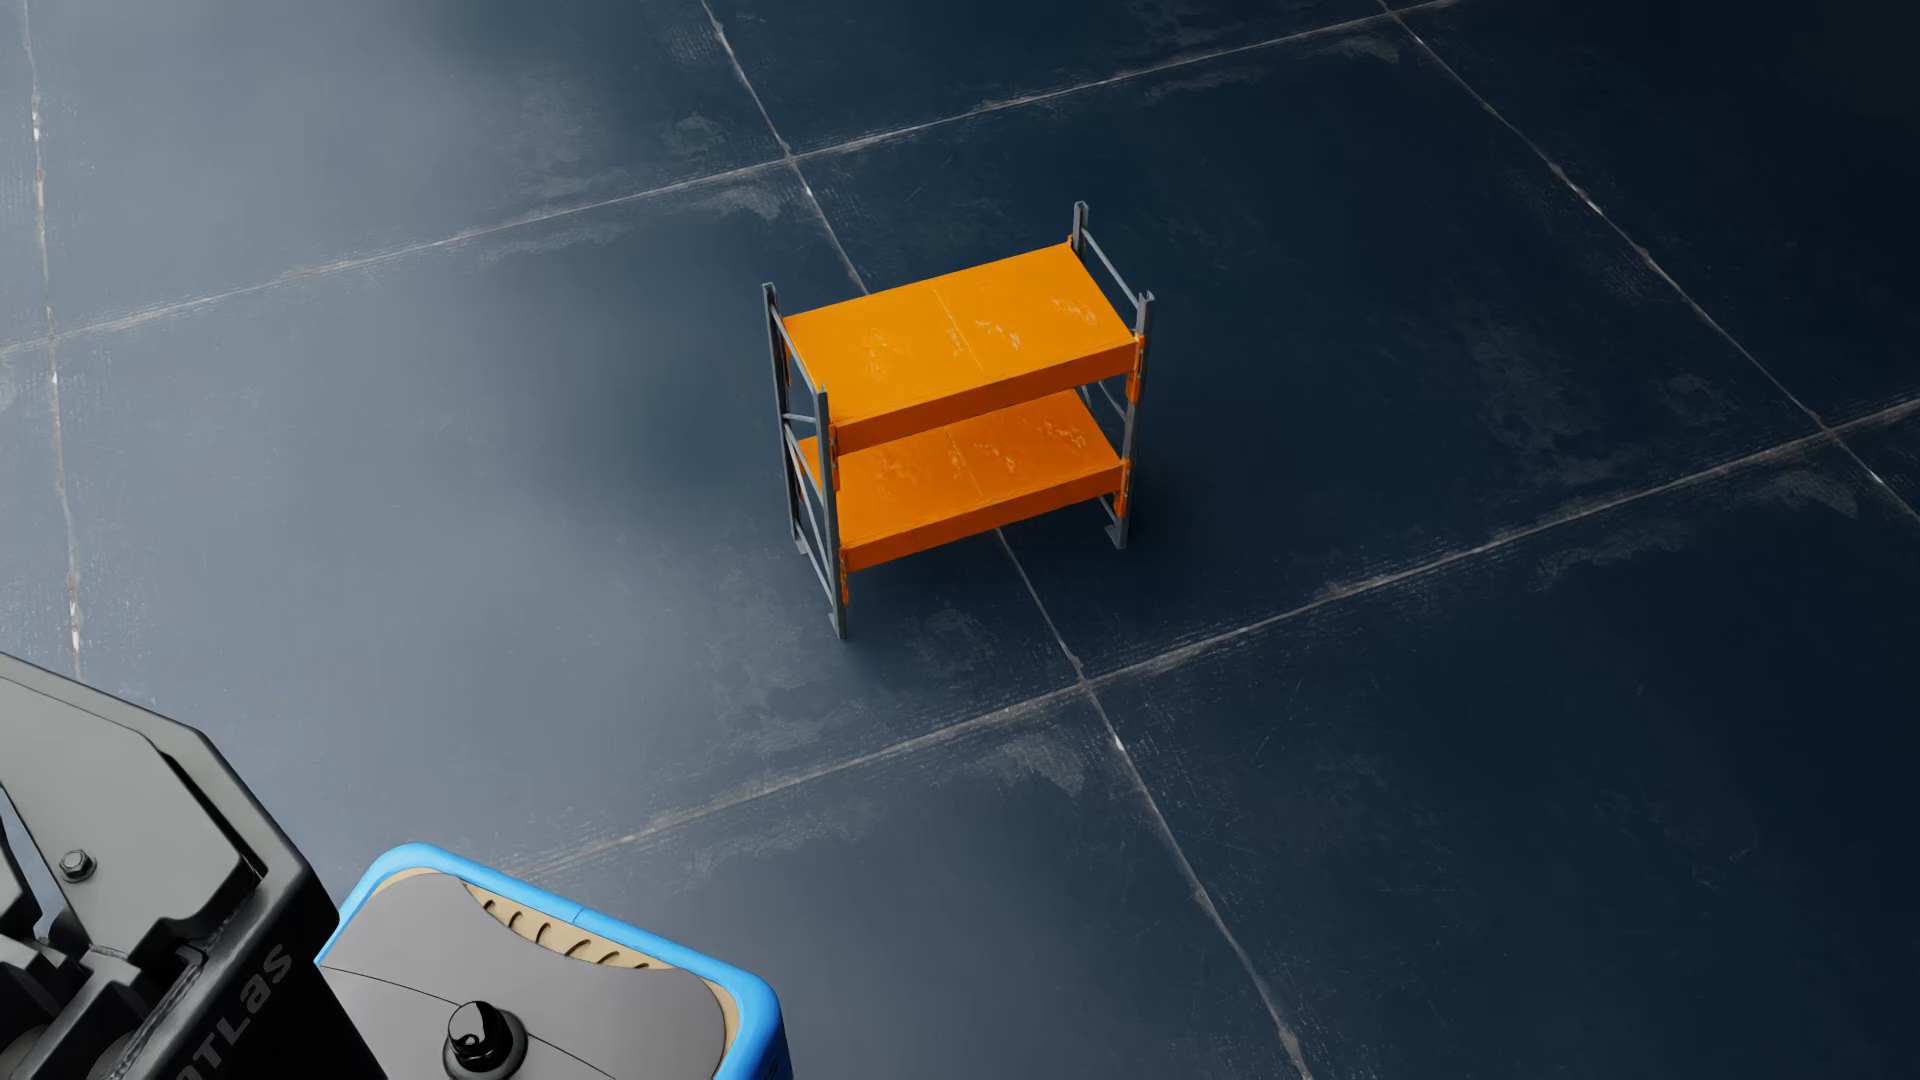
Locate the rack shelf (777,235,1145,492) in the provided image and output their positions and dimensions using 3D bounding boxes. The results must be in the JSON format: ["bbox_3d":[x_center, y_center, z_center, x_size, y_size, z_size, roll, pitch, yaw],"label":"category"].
[{"bbox_3d":[-0.006,-0.555,5.100,1.000,0.278,0.538,-17,52,-14],"label":"rack shelf"}]

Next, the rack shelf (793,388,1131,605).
[{"bbox_3d":[-0.006,-0.205,5.507,1.000,0.278,0.538,-17,52,-14],"label":"rack shelf"}]

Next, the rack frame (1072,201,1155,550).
[{"bbox_3d":[0.464,-0.510,5.447,0.032,1.125,0.500,-17,52,-14],"label":"rack frame"}]

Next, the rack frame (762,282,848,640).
[{"bbox_3d":[-0.477,-0.219,5.196,0.032,1.125,0.500,-17,52,-14],"label":"rack frame"}]

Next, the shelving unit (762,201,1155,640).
[{"bbox_3d":[-0.006,-0.365,5.322,1.048,1.125,0.538,-17,52,-14],"label":"shelving unit"}]

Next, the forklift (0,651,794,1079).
[{"bbox_3d":[-1.400,1.586,2.456,1.130,2.935,3.031,18,52,15],"label":"forklift"}]
